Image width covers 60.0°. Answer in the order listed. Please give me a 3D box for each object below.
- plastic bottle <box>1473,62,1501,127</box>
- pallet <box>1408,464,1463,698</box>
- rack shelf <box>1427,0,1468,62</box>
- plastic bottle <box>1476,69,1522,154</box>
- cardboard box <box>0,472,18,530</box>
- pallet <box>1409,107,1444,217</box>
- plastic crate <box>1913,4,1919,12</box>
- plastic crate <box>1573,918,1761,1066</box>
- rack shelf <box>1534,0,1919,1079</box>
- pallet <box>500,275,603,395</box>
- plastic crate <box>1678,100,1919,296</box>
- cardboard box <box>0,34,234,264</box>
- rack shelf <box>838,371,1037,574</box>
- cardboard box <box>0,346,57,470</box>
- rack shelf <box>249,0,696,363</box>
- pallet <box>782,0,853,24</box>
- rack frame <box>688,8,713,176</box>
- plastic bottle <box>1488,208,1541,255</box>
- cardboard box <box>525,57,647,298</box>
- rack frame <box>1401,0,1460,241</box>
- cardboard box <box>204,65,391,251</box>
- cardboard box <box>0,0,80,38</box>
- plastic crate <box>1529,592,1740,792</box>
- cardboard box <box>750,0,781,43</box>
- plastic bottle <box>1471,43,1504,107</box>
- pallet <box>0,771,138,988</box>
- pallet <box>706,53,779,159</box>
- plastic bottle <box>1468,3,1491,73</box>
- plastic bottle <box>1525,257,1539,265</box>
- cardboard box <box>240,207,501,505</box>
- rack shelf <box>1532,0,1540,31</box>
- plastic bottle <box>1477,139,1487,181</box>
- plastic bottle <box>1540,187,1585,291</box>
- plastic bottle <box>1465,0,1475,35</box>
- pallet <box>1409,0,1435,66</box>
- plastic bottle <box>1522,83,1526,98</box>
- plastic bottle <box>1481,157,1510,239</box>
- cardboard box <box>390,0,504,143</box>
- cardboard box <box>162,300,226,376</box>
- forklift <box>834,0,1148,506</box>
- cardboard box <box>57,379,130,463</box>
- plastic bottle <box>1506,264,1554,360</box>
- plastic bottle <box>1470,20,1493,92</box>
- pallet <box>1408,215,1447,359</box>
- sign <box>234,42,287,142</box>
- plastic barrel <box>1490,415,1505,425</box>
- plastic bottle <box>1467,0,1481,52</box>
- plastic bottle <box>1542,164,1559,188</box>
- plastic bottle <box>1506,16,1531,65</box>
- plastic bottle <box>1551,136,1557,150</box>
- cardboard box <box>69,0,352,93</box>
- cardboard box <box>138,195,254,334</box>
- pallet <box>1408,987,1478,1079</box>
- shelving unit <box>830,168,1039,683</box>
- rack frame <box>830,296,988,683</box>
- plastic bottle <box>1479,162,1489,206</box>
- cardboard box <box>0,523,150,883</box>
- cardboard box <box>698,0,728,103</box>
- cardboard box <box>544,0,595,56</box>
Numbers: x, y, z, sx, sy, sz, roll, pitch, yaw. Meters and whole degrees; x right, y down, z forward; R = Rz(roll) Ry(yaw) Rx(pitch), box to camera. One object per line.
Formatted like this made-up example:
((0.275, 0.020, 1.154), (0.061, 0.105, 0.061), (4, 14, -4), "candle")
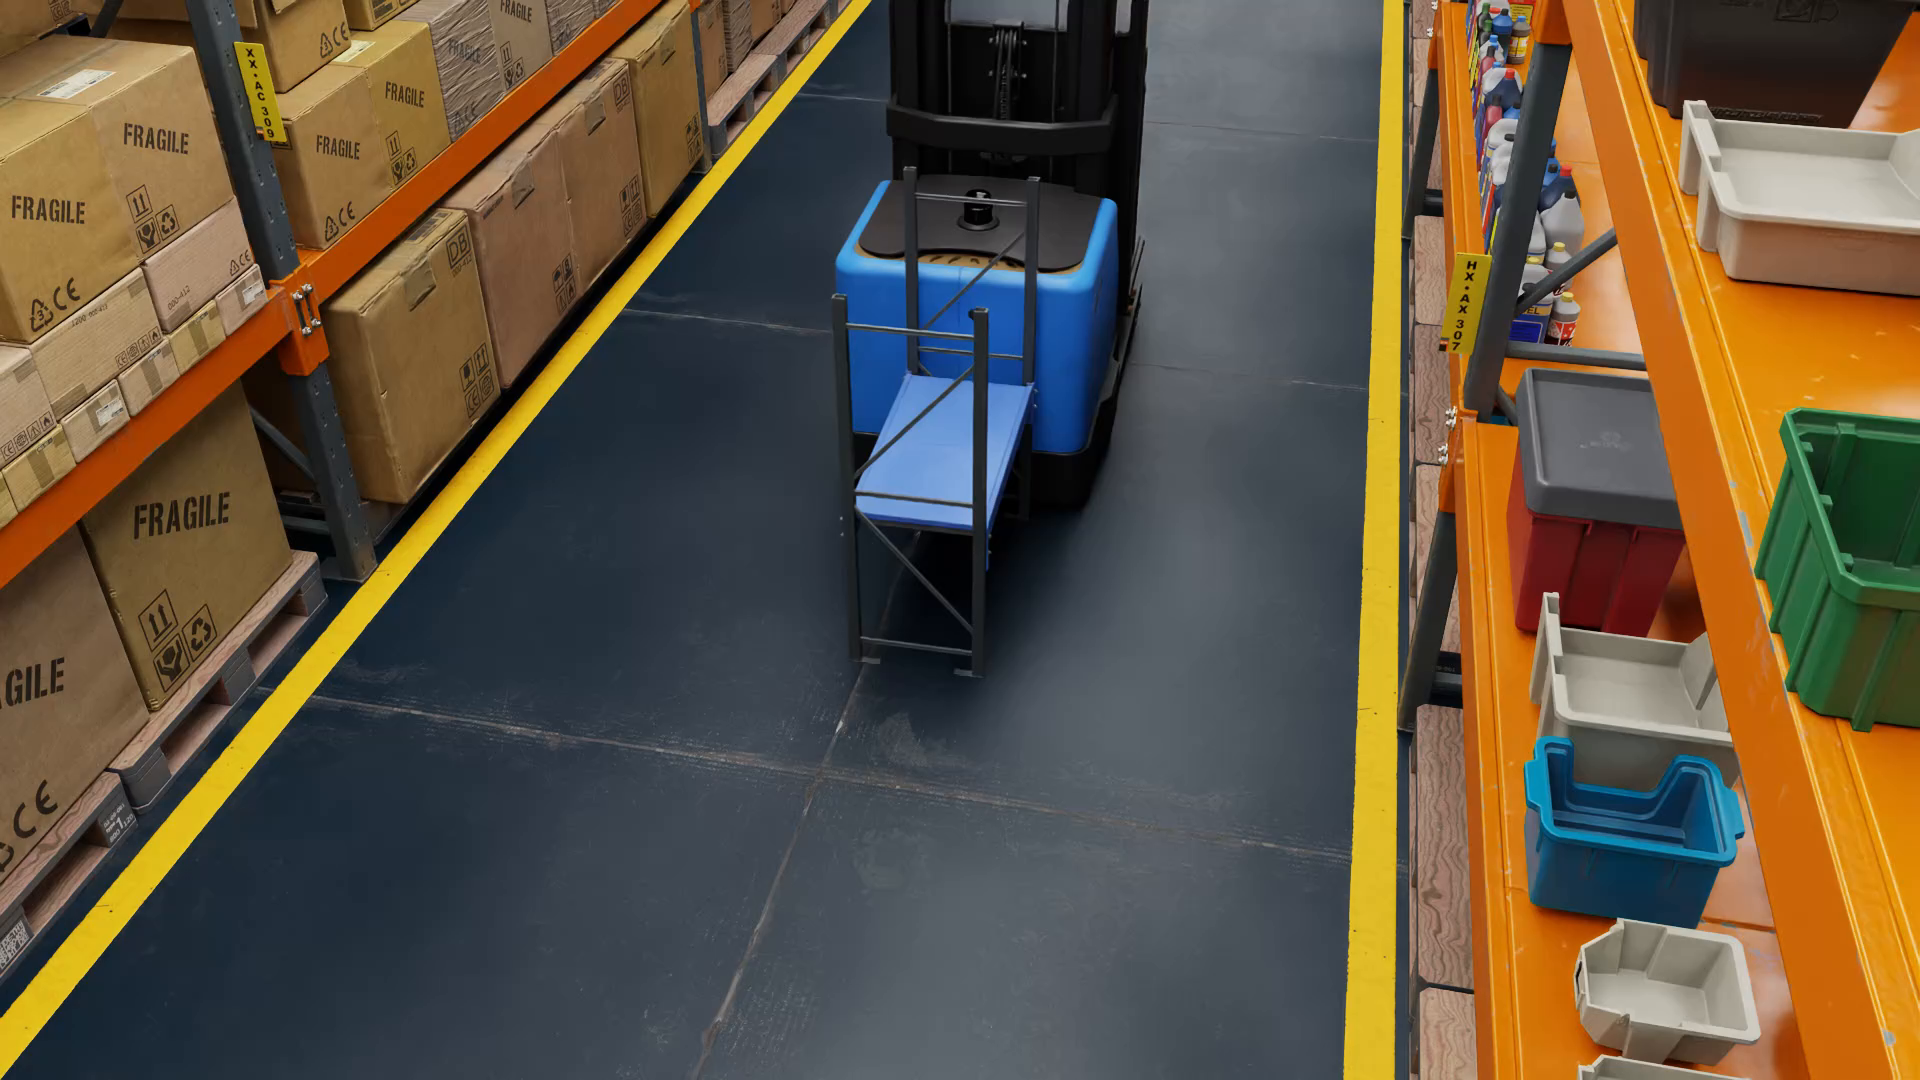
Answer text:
((2.178, -1.823, 6.819), (0.097, 0.271, 0.097), (0, 36, 0), "plastic bottle")
((2.236, 0.177, 6.325), (1.003, 0.211, 1.213), (7, 37, 10), "pallet")
((3.312, -3.663, 9.861), (1.077, 0.370, 4.000), (7, 37, 10), "rack shelf")
((2.142, -1.694, 6.573), (0.144, 0.351, 0.185), (7, 37, 10), "plastic bottle")
((-2.828, -0.081, 4.520), (0.380, 0.149, 0.250), (7, 36, 9), "cardboard box")
((3.088, -2.118, 9.492), (1.003, 0.211, 1.213), (7, 37, 10), "pallet")
((2.235, -1.362, 3.698), (0.450, 0.188, 0.662), (7, 37, 10), "plastic crate")
((1.330, 0.872, 3.165), (0.298, 0.136, 0.250), (7, 37, 10), "plastic crate")
((1.603, -0.291, 2.653), (1.077, 0.370, 4.000), (7, 37, 10), "rack shelf")
((-2.459, -1.160, 8.170), (1.003, 0.211, 1.213), (7, 37, 10), "pallet")
((1.375, -0.545, 2.614), (0.437, 0.136, 0.530), (7, 37, 10), "plastic crate")
((-2.646, -1.202, 5.087), (0.500, 0.500, 0.500), (8, 37, 11), "cardboard box")
((-0.062, -0.274, 6.156), (0.538, 0.185, 1.000), (7, 36, 9), "rack shelf")
((-2.864, -0.319, 4.509), (0.500, 0.250, 0.500), (8, 37, 11), "cardboard box")
((-2.381, -1.991, 7.554), (1.077, 0.370, 4.000), (7, 37, 10), "rack shelf")
((-1.265, -4.146, 12.291), (1.003, 0.211, 1.213), (7, 37, 10), "pallet")
((-1.954, -3.429, 8.924), (1.000, 3.000, 0.127), (7, 37, 10), "rack frame")
((1.907, -1.063, 5.702), (0.144, 0.351, 0.185), (7, 37, 10), "plastic bottle")
((-2.320, -1.835, 8.179), (1.225, 0.875, 0.875), (7, 37, 10), "cardboard box")
((2.884, -2.808, 8.068), (1.000, 3.000, 0.127), (7, 37, 10), "rack frame")
((-2.466, -1.408, 6.052), (0.500, 0.500, 0.500), (7, 37, 10), "cardboard box")
((-6.560, -3.705, 10.865), (1.050, 0.750, 0.750), (7, 36, 9), "cardboard box")
((1.524, 0.362, 3.745), (0.437, 0.282, 0.530), (7, 37, 10), "plastic crate")
((-1.610, -3.627, 10.953), (0.700, 0.500, 0.500), (10, 37, 14), "cardboard box")
((2.227, -1.955, 7.001), (0.097, 0.271, 0.097), (0, 36, 0), "plastic bottle")
((-3.306, 1.121, 5.023), (1.003, 0.211, 1.213), (7, 37, 10), "pallet")
((-1.786, -2.747, 10.361), (1.003, 0.211, 1.213), (7, 37, 10), "pallet")
((2.304, -2.217, 7.352), (0.061, 0.283, 0.133), (7, 37, 10), "plastic bottle")
((1.884, -0.839, 5.521), (0.097, 0.201, 0.097), (0, 36, 0), "plastic bottle")
((-2.691, -0.814, 6.770), (1.225, 0.875, 0.875), (7, 37, 10), "cardboard box")
((2.457, -2.584, 5.817), (1.077, 0.370, 4.000), (7, 37, 10), "rack shelf")
((2.060, -1.479, 6.404), (0.097, 0.201, 0.097), (0, 36, 0), "plastic bottle")
((2.048, -1.044, 5.677), (0.144, 0.351, 0.185), (7, 37, 10), "plastic bottle")
((2.425, -2.485, 7.732), (0.097, 0.271, 0.097), (0, 36, 0), "plastic bottle")
((3.609, -3.517, 11.422), (1.003, 0.211, 1.213), (7, 37, 10), "pallet")
((2.319, -1.752, 6.653), (0.144, 0.351, 0.185), (7, 37, 10), "plastic bottle")
((1.984, -1.229, 5.996), (0.152, 0.276, 0.135), (7, 37, 10), "plastic bottle")
((-2.252, -1.983, 6.845), (0.500, 0.500, 0.500), (7, 36, 9), "cardboard box")
((-2.609, -0.670, 5.332), (0.380, 0.149, 0.250), (8, 37, 11), "cardboard box")
((0.287, -2.187, 7.270), (1.130, 2.935, 3.031), (7, 36, 9), "forklift")
((-2.718, -0.376, 4.926), (0.380, 0.149, 0.250), (8, 37, 11), "cardboard box")
((1.798, -0.731, 5.308), (0.152, 0.276, 0.135), (7, 37, 10), "plastic bottle")
((2.255, -2.084, 7.169), (0.061, 0.283, 0.133), (7, 37, 10), "plastic bottle")
((2.757, -1.221, 8.255), (1.003, 0.211, 1.213), (7, 37, 10), "pallet")
((-2.266, -1.449, 5.388), (0.100, 0.325, 0.005), (7, 37, 10), "sign")
((2.314, -0.551, 6.384), (0.600, 0.901, 0.708), (7, 37, 10), "plastic barrel")
((2.361, -2.370, 7.564), (0.061, 0.283, 0.133), (7, 37, 10), "plastic bottle")
((2.110, -1.222, 5.990), (0.097, 0.271, 0.097), (0, 36, 0), "plastic bottle")
((2.503, -2.249, 7.467), (0.097, 0.201, 0.097), (0, 36, 0), "plastic bottle")
((2.188, -1.433, 6.280), (0.097, 0.271, 0.097), (0, 36, 0), "plastic bottle")
((-2.680, -1.949, 5.943), (0.797, 0.503, 0.637), (6, 36, 9), "cardboard box")
((-2.647, -0.909, 5.322), (0.500, 0.250, 0.500), (7, 36, 9), "cardboard box")
((1.652, 1.743, 4.166), (1.003, 0.211, 1.213), (7, 37, 10), "pallet")
((-0.062, -0.420, 6.051), (0.538, 1.500, 1.048), (7, 36, 9), "shelving unit")
((-0.161, -0.127, 5.647), (0.500, 1.500, 0.032), (7, 36, 9), "rack frame")
((2.011, -1.346, 6.221), (0.097, 0.201, 0.097), (0, 36, 0), "plastic bottle")
((-3.220, 0.439, 5.041), (0.875, 0.875, 0.875), (7, 37, 10), "cardboard box")
((-1.831, -2.981, 10.062), (0.700, 0.500, 0.500), (5, 36, 8), "cardboard box")
((-2.038, -2.572, 7.657), (0.500, 0.500, 0.500), (6, 36, 8), "cardboard box")
